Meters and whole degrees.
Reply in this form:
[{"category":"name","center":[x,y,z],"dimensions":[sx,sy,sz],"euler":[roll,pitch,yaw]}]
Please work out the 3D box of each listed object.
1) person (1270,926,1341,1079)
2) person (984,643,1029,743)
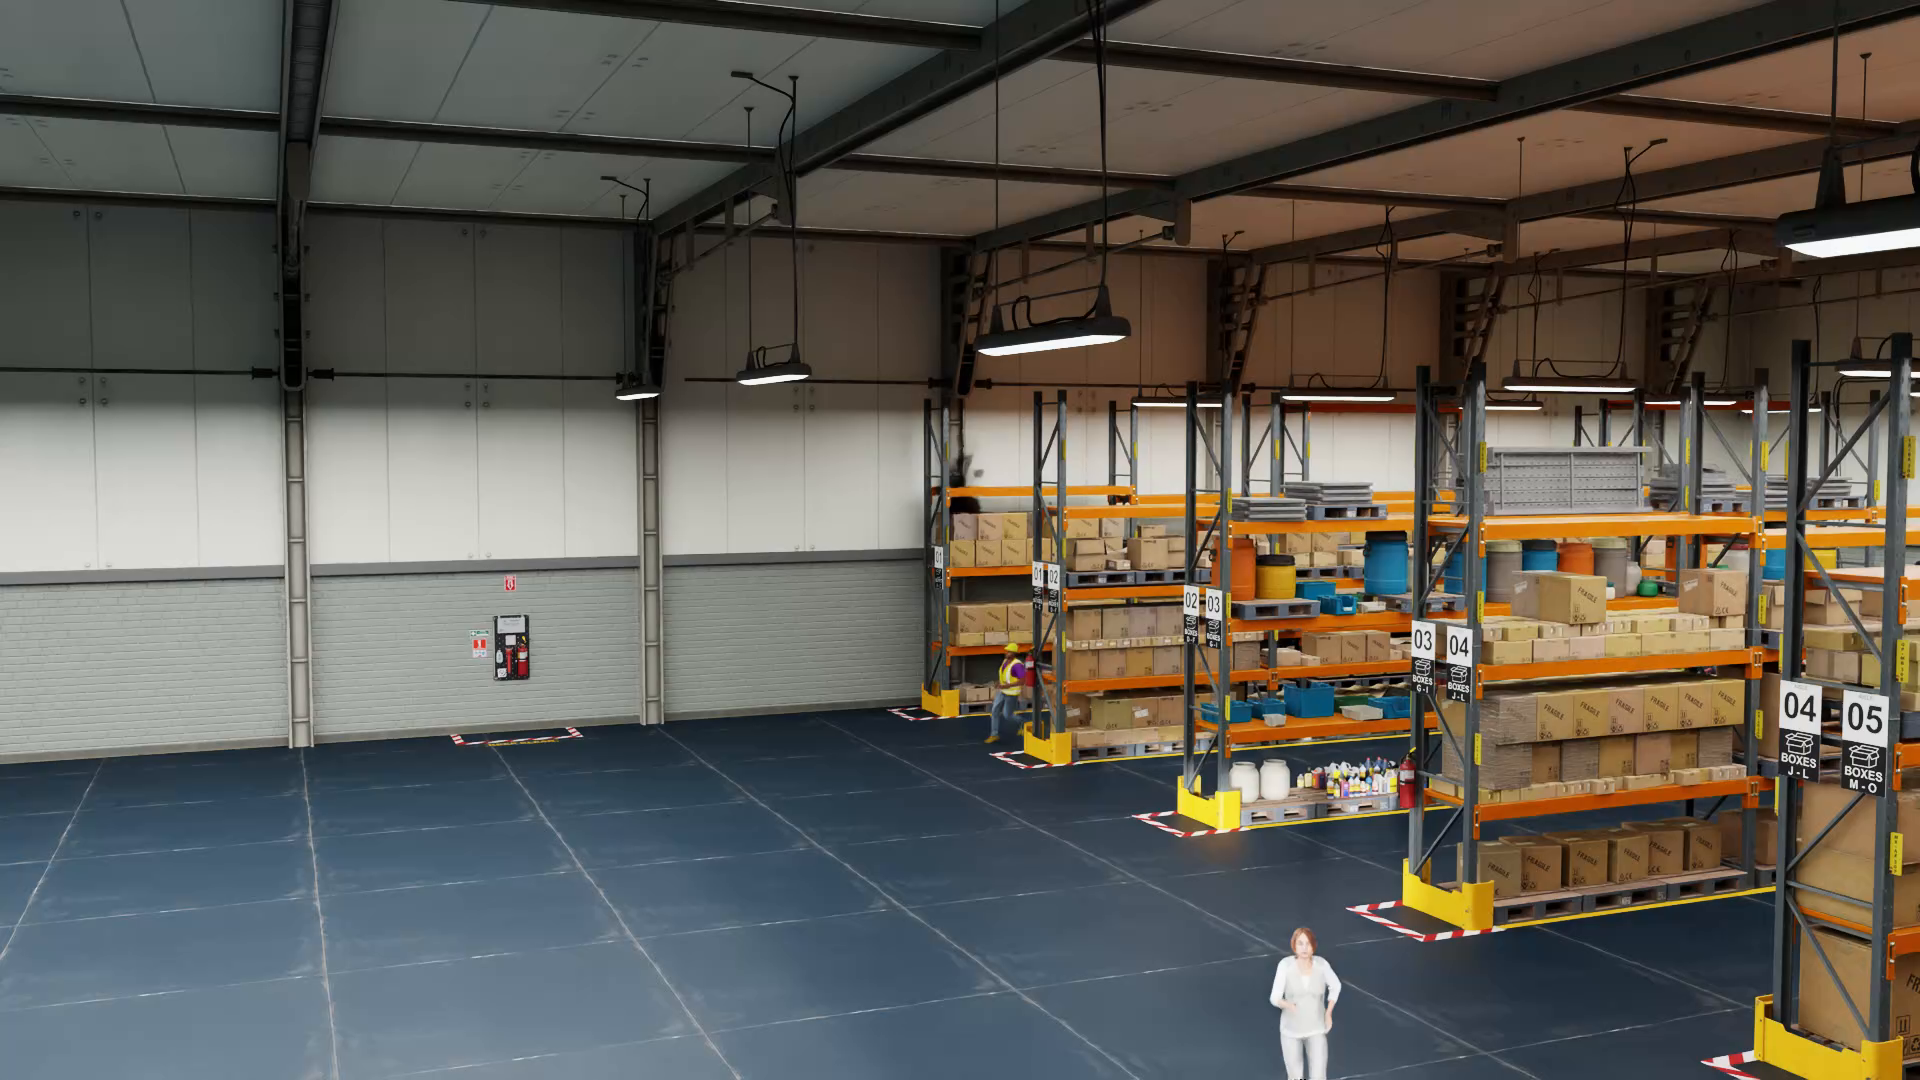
[{"category":"person","center":[2.538,3.648,12.217],"dimensions":[0.515,1.604,0.625],"euler":[1,3,10]},{"category":"person","center":[0.876,2.627,28.559],"dimensions":[0.871,1.749,0.738],"euler":[-2,4,-30]}]
